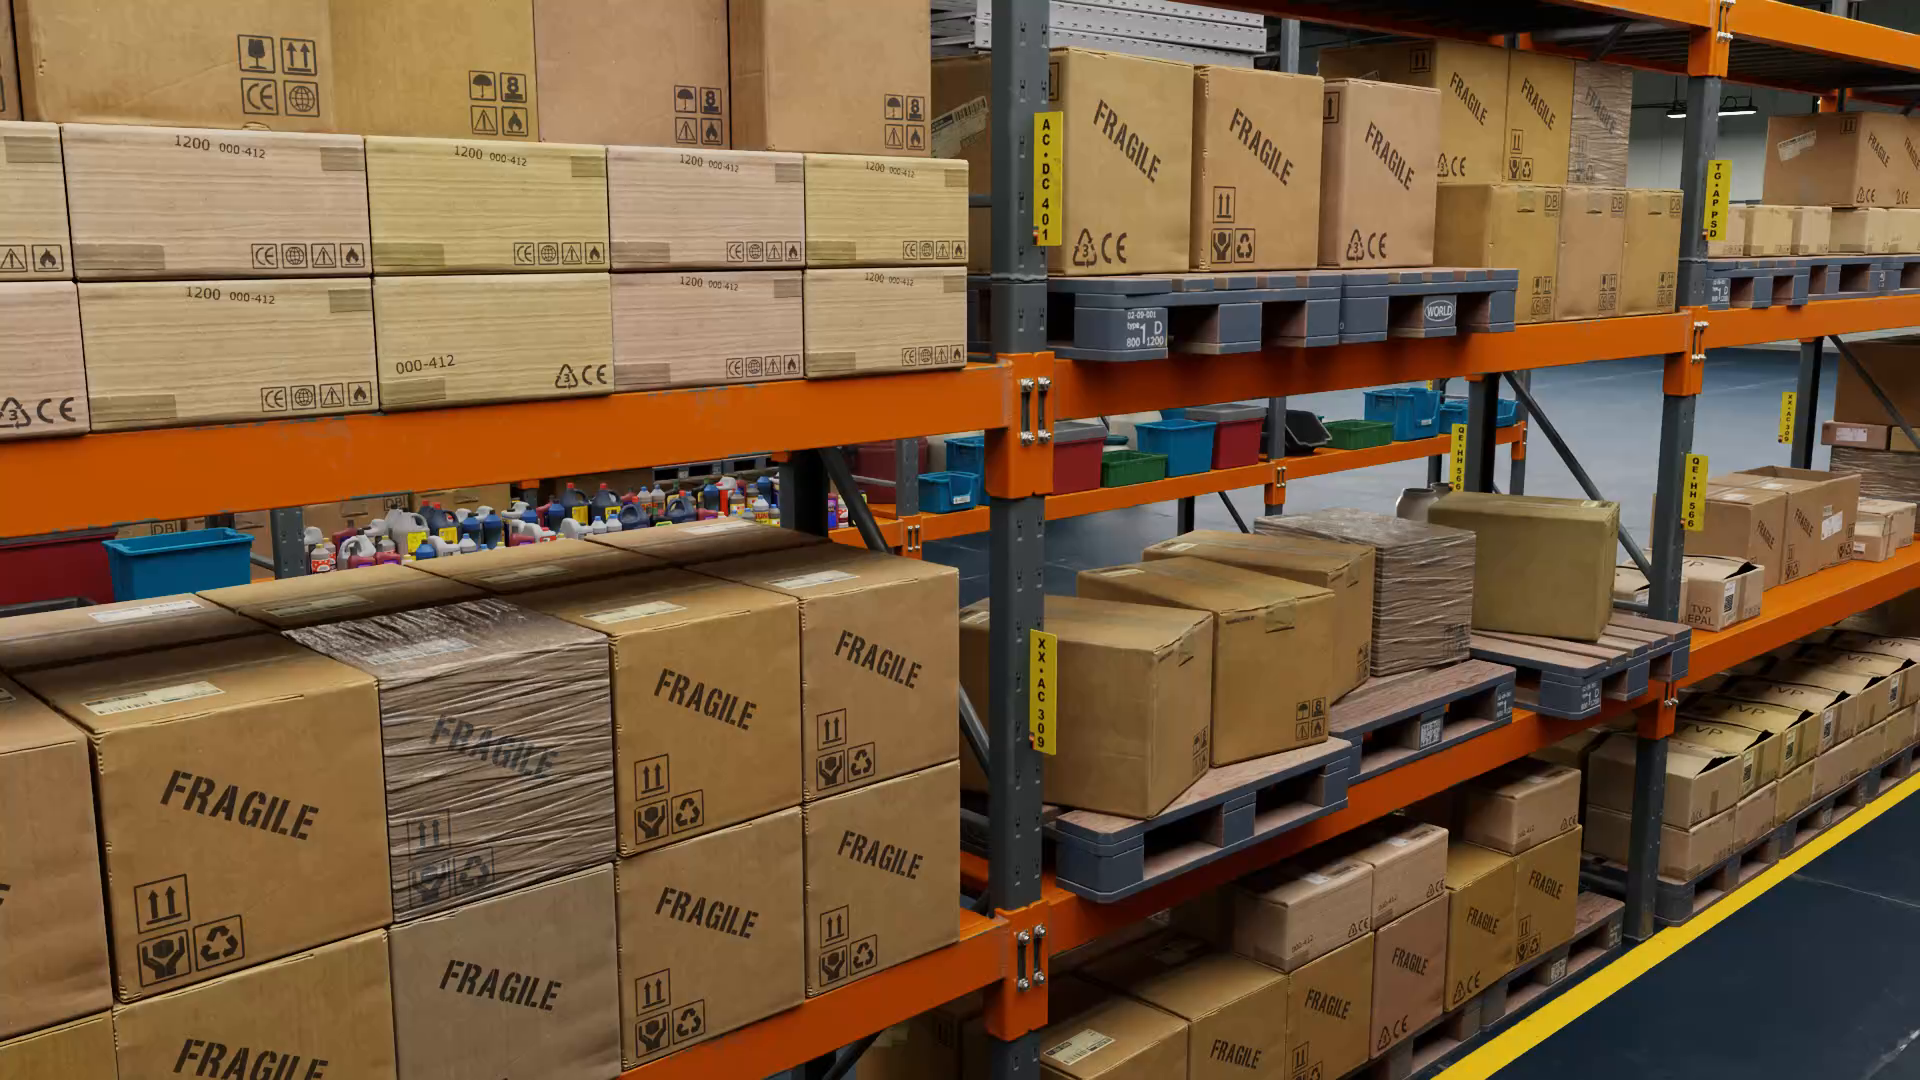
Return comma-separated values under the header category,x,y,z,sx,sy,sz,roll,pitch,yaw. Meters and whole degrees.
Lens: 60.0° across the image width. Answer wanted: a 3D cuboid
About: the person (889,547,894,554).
category,x,y,z,sx,sy,sz,roll,pitch,yaw
person,-0.787,-0.305,13.936,0.572,1.747,0.736,-8,13,-35
